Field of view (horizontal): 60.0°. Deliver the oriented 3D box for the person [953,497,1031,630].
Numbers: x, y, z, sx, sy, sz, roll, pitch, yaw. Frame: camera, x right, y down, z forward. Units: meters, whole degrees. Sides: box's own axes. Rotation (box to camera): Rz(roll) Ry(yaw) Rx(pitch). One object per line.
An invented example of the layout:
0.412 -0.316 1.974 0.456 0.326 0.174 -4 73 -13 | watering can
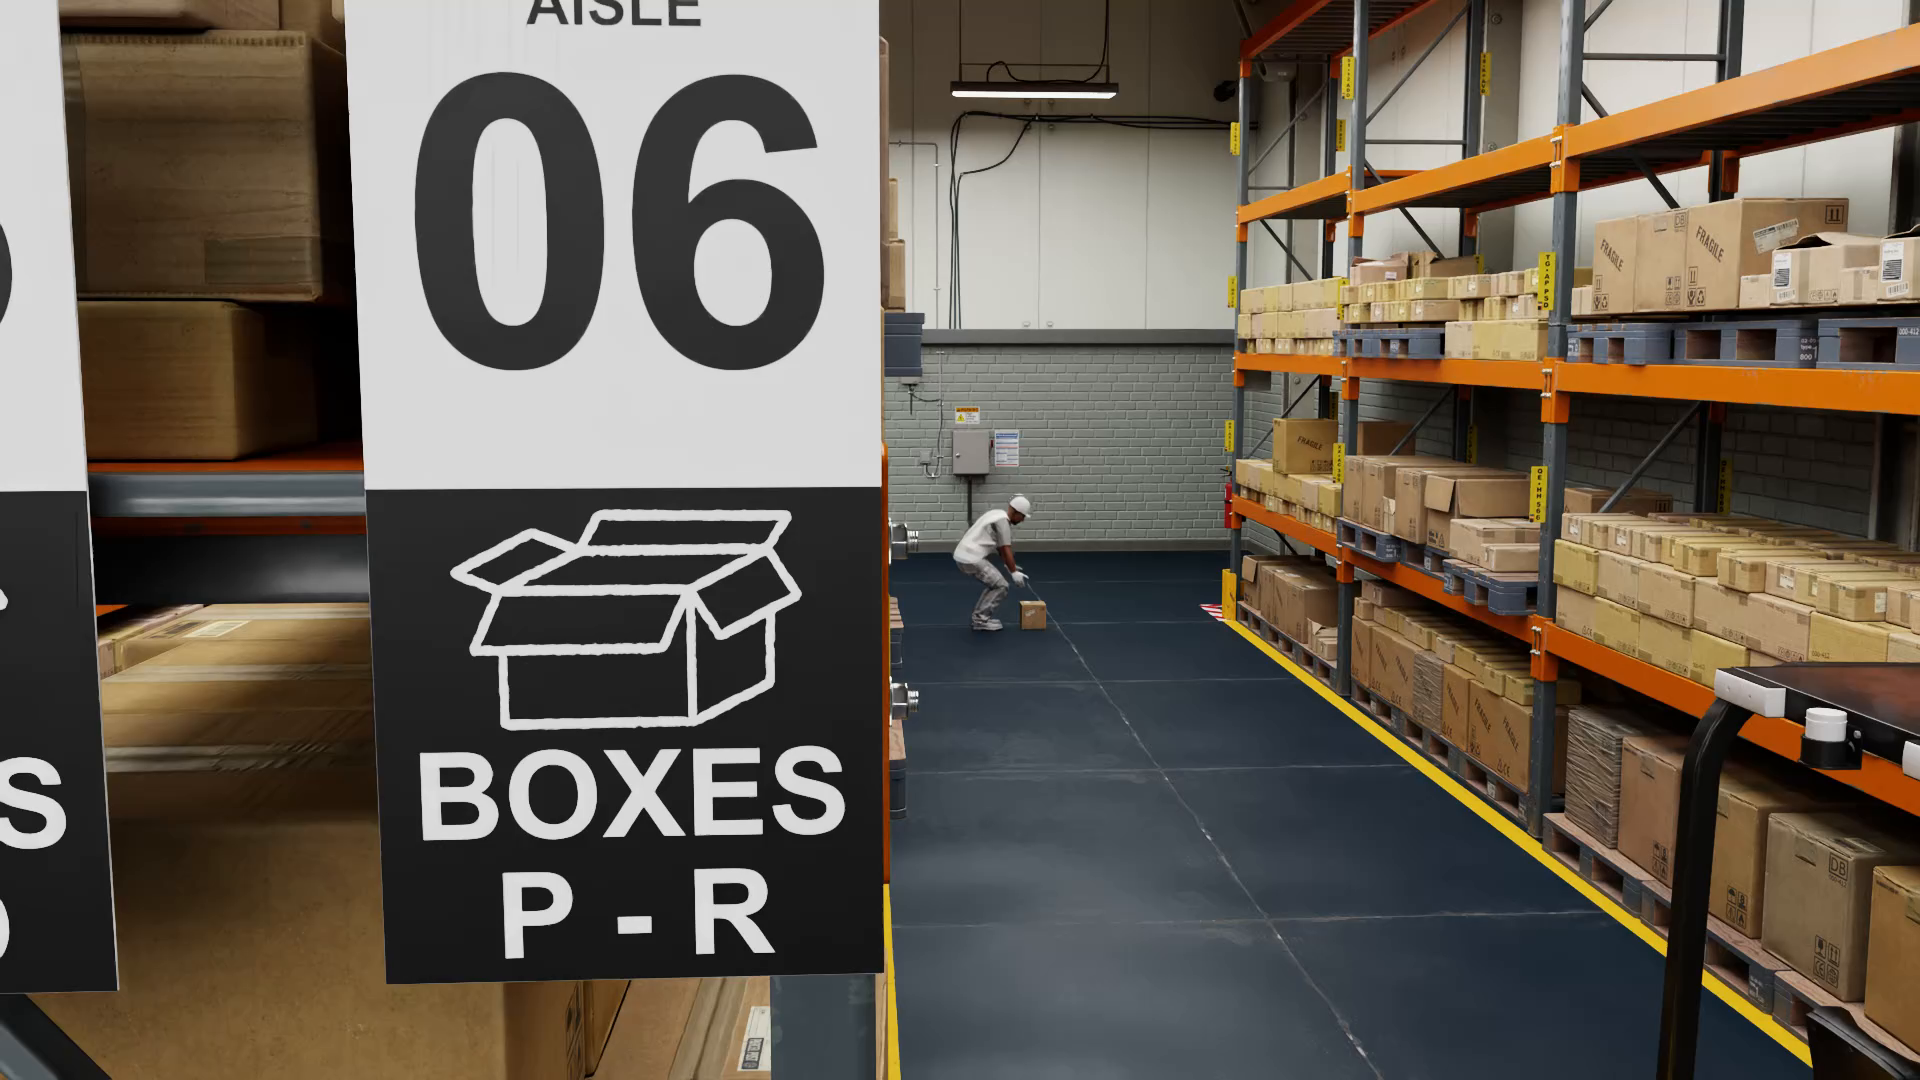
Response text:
0.329 0.229 17.073 0.803 1.349 0.612 0 7 -4 | person
